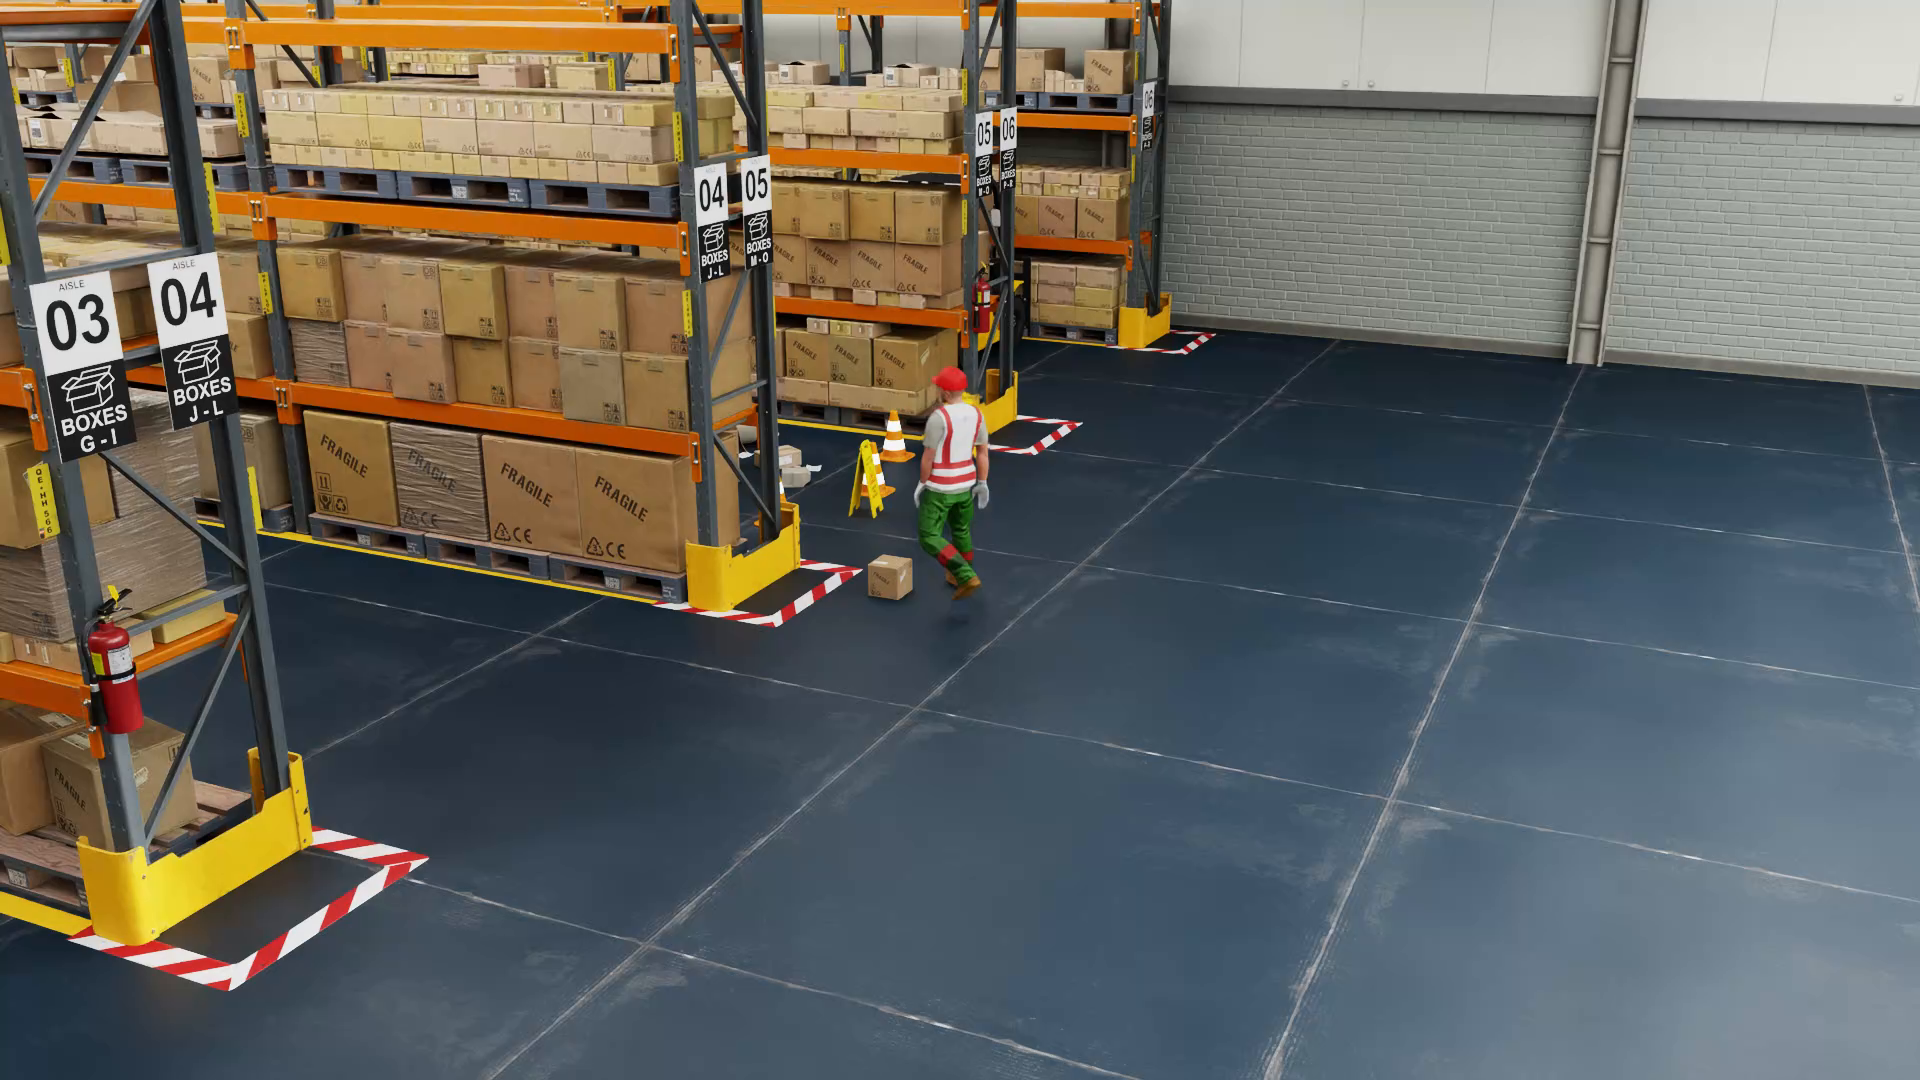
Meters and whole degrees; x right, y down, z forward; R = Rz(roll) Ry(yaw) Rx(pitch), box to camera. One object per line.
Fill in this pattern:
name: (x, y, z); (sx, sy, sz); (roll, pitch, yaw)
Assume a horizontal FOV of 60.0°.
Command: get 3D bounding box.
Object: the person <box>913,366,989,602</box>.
person: (-0.017, -0.394, 12.155); (0.617, 1.780, 0.750); (-18, 26, -42)
